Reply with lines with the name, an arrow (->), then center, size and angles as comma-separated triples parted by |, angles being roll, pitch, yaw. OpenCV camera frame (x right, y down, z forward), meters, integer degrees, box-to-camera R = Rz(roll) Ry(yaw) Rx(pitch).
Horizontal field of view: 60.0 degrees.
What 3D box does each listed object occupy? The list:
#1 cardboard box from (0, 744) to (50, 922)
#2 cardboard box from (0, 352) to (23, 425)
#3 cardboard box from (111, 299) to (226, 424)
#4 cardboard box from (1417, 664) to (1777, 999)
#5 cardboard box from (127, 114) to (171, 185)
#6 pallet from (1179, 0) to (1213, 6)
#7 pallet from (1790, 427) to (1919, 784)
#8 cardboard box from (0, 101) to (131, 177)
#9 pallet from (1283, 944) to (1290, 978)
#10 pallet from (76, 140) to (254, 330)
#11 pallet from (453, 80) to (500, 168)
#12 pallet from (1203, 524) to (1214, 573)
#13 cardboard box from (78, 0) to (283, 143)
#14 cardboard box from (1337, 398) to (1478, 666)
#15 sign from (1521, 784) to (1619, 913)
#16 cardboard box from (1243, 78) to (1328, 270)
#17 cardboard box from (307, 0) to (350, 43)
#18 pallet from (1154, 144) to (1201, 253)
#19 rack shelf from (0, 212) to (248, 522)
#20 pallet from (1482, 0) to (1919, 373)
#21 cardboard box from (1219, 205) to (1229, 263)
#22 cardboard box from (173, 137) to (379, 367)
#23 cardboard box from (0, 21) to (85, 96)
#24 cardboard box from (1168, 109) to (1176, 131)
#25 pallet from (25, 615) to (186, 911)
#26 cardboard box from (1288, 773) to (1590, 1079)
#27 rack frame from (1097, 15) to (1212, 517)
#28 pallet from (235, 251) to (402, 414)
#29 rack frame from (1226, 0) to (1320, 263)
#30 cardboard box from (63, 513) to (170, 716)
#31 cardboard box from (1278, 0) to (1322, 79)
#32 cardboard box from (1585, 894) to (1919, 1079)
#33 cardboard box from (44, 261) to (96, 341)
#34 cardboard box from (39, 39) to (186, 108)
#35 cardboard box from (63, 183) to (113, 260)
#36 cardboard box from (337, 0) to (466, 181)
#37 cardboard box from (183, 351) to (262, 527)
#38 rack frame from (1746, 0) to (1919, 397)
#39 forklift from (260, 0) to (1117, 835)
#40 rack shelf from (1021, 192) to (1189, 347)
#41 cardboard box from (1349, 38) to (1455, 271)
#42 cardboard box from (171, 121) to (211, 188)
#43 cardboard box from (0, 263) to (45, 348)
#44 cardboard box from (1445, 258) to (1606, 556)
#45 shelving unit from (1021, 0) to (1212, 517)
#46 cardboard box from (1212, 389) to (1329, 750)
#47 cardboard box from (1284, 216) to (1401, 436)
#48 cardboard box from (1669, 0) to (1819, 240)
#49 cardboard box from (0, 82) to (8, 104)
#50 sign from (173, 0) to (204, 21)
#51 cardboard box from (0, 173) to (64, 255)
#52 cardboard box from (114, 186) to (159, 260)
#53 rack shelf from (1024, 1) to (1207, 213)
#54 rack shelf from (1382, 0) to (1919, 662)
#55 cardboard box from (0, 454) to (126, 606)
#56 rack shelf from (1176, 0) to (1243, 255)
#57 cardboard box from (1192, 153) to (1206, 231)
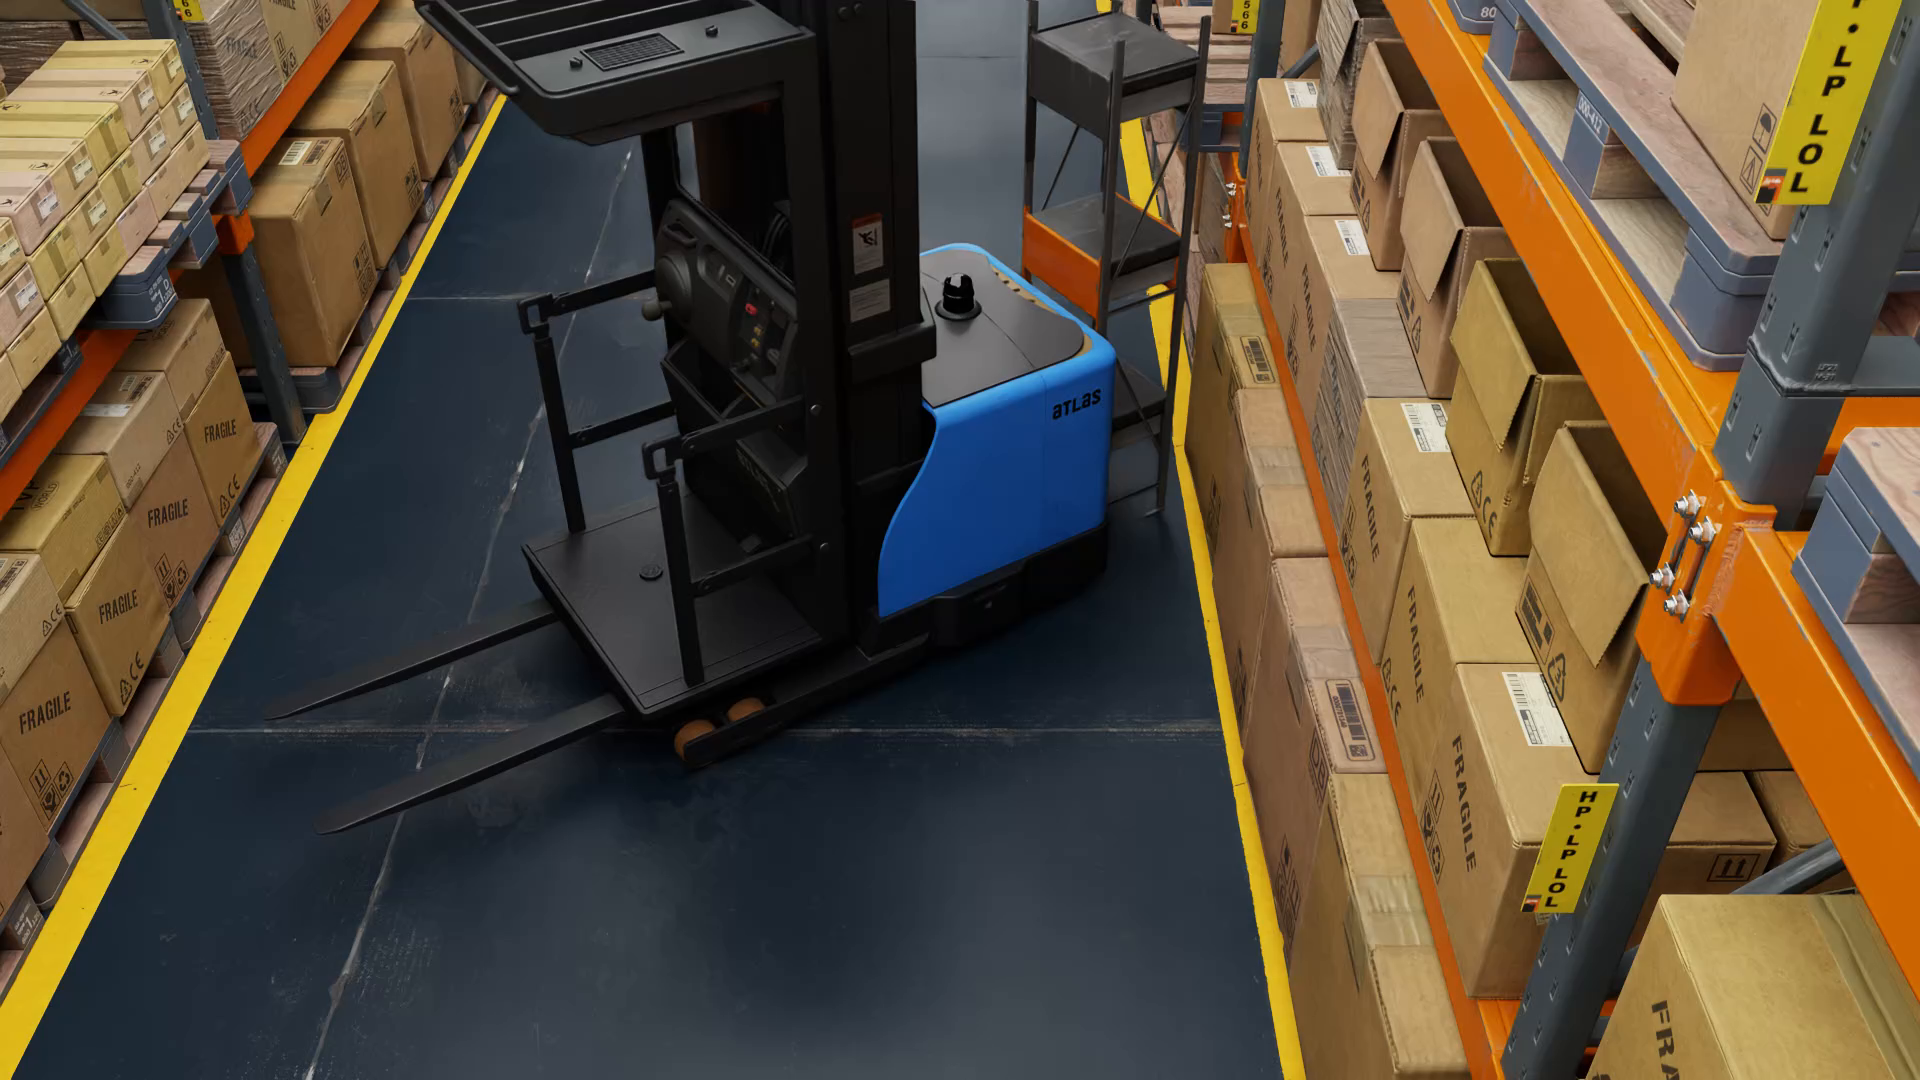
cardboard box -> -3.117, 0.902, 4.889 | 0.500, 0.500, 0.500 | 2, 39, 2
cardboard box -> -2.924, -0.403, 4.720 | 0.380, 0.149, 0.250 | -2, 39, -2
cardboard box -> -3.121, -0.672, 6.253 | 0.500, 0.250, 0.500 | -1, 39, -1
cardboard box -> 1.307, 0.612, 3.508 | 0.500, 0.500, 0.500 | 0, 39, 0
cardboard box -> -2.926, -1.325, 5.631 | 0.380, 0.149, 0.250 | 1, 39, 2
pallet -> 1.533, -2.722, 7.901 | 1.003, 0.211, 1.213 | 0, 39, 0
pallet -> 1.571, 0.319, 1.626 | 1.003, 0.211, 1.213 | 0, 39, 0
cardboard box -> -2.927, -1.289, 5.349 | 0.380, 0.149, 0.250 | 1, 39, 1
pallet -> 1.504, 1.548, 4.649 | 1.003, 0.211, 1.213 | 0, 39, 0
pallet -> -3.277, -1.098, 5.875 | 1.213, 0.211, 1.003 | 0, 39, 0
pallet -> -3.312, -2.549, 9.762 | 1.003, 0.211, 1.213 | 0, 39, 0
pallet -> 1.502, 0.023, 6.553 | 1.003, 0.211, 1.213 | 0, 39, 0
cardboard box -> -3.115, -1.938, 6.690 | 0.500, 0.500, 0.500 | 0, 39, 0
cardboard box -> 1.306, -0.025, 4.302 | 0.500, 0.500, 0.500 | 0, 39, -1
sign -> 1.038, 0.528, 2.829 | 0.100, 0.325, 0.005 | 0, 39, 0
cardboard box -> 1.305, -1.293, 5.885 | 0.500, 0.500, 0.500 | 1, 39, 1
cardboard box -> -3.118, -2.572, 7.480 | 0.500, 0.500, 0.500 | 0, 39, 0
pallet -> 1.578, -1.720, 8.728 | 1.003, 0.211, 1.213 | 0, 39, 0
rack shelf -> -3.382, -0.087, 5.035 | 1.077, 0.370, 4.000 | 0, 39, 0
pallet -> 1.530, -0.726, 3.012 | 0.805, 0.209, 1.217 | -1, 39, -2
cardboard box -> 1.555, -1.174, 7.463 | 0.700, 0.500, 0.500 | -2, 39, -2
cardboard box -> -3.295, -1.285, 7.418 | 1.050, 0.750, 0.750 | -1, 39, -1
cardboard box -> -3.653, -1.939, 6.691 | 0.500, 0.500, 0.500 | 0, 39, 0
cardboard box -> 1.532, -2.574, 9.210 | 0.700, 0.500, 0.500 | 0, 39, 0
pallet -> -3.386, 0.720, 5.683 | 1.003, 0.211, 1.213 | 0, 39, 0
cardboard box -> 1.560, 1.208, 4.207 | 1.225, 0.875, 0.875 | 0, 39, 0
rack frame -> 0.675, -0.878, 6.167 | 0.400, 2.100, 0.015 | -22, 44, -25
pallet -> -3.310, -1.023, 7.858 | 1.003, 0.211, 1.213 | 0, 39, 0
rack frame -> 1.576, -1.559, 6.296 | 1.000, 3.000, 0.127 | 0, 39, 0
cardboard box -> -3.108, 0.260, 5.690 | 0.500, 0.500, 0.500 | -2, 39, -2
cardboard box -> 1.535, -2.099, 6.555 | 0.500, 0.500, 0.500 | -5, 39, -6
cardboard box -> 1.326, 0.892, 2.520 | 0.500, 0.500, 0.500 | 0, 39, 0
cardboard box -> -2.926, -0.736, 5.134 | 0.380, 0.149, 0.250 | -2, 39, -2
cardboard box -> -2.925, -1.610, 5.750 | 0.380, 0.149, 0.250 | -1, 39, -2
cardboard box -> -2.923, -1.004, 5.231 | 0.380, 0.149, 0.250 | 0, 39, 0
cardboard box -> -3.301, -2.414, 8.827 | 1.050, 0.750, 0.750 | 0, 39, 0
cardboard box -> -3.122, -0.395, 6.508 | 0.500, 0.500, 0.500 | 0, 39, 0
rack frame -> 1.581, -1.398, 1.299 | 1.000, 3.000, 0.127 | 0, 39, 0
forklift -> -0.940, -0.735, 5.323 | 3.031, 2.935, 1.130 | -22, 44, -25
rack shelf -> 0.542, -0.995, 6.334 | 0.431, 0.518, 0.480 | -22, 44, -25
cardboard box -> 1.559, -1.124, 4.872 | 0.797, 0.503, 0.637 | 1, 39, 1
cardboard box -> -2.924, -1.376, 5.933 | 0.380, 0.149, 0.250 | 1, 39, 1
cardboard box -> -2.924, -0.685, 4.833 | 0.380, 0.149, 0.250 | 1, 39, 1
cardboard box -> 1.583, -0.316, 3.864 | 0.797, 0.503, 0.637 | 0, 39, 0
shelving unit -> 0.542, -1.006, 6.326 | 0.431, 2.100, 0.503 | -22, 44, -25
cardboard box -> 1.549, 0.096, 5.595 | 1.225, 0.875, 0.875 | 0, 39, 0
cardboard box -> 1.312, -0.651, 5.083 | 0.500, 0.500, 0.500 | -1, 39, -1
cardboard box -> 1.570, -0.793, 2.527 | 0.700, 0.500, 0.500 | 1, 39, 1
cardboard box -> -3.584, -1.498, 5.848 | 0.380, 0.149, 0.250 | 2, 39, 2
sign -> -2.841, -2.045, 6.041 | 0.100, 0.325, 0.005 | 0, 39, 0
cardboard box -> -2.928, -0.971, 4.953 | 0.380, 0.149, 0.250 | 0, 39, 0
cardboard box -> -2.925, -1.060, 5.539 | 0.380, 0.149, 0.250 | 1, 39, 1
rack shelf -> 0.542, -1.541, 5.897 | 0.431, 0.518, 0.480 | -22, 44, -25
rack shelf -> 1.578, -1.198, 4.023 | 1.077, 0.370, 4.000 | 0, 39, 0
cardboard box -> -3.125, -0.038, 5.462 | 0.500, 0.250, 0.500 | 1, 39, 1
rack shelf -> 1.574, -2.529, 8.082 | 1.077, 0.370, 4.000 | 0, 39, 0
cardboard box -> 1.534, -1.875, 8.338 | 0.700, 0.500, 0.500 | 3, 39, 4
